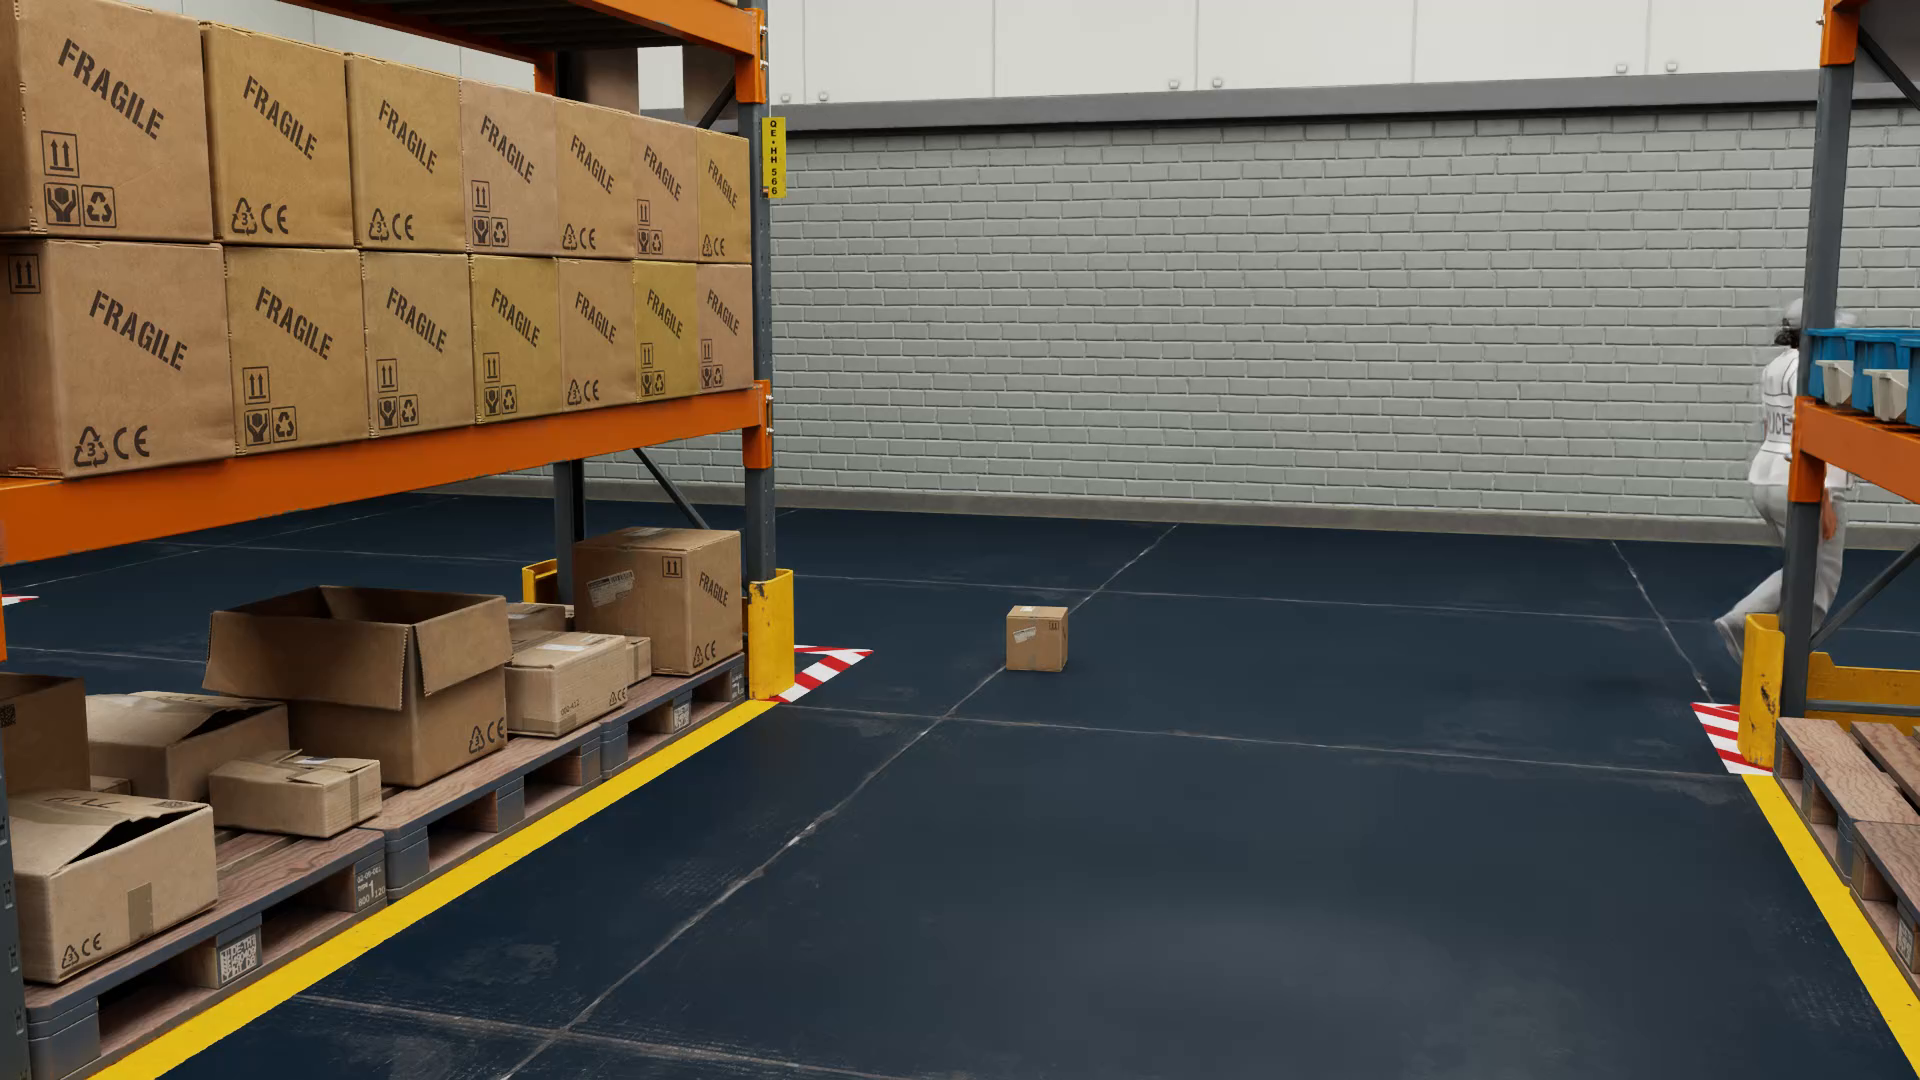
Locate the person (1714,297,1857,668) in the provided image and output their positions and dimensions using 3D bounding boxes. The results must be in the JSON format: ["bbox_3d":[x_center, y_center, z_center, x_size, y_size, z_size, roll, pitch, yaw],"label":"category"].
[{"bbox_3d":[3.489,-0.191,6.949,0.494,1.648,0.480,1,9,8],"label":"person"}]
